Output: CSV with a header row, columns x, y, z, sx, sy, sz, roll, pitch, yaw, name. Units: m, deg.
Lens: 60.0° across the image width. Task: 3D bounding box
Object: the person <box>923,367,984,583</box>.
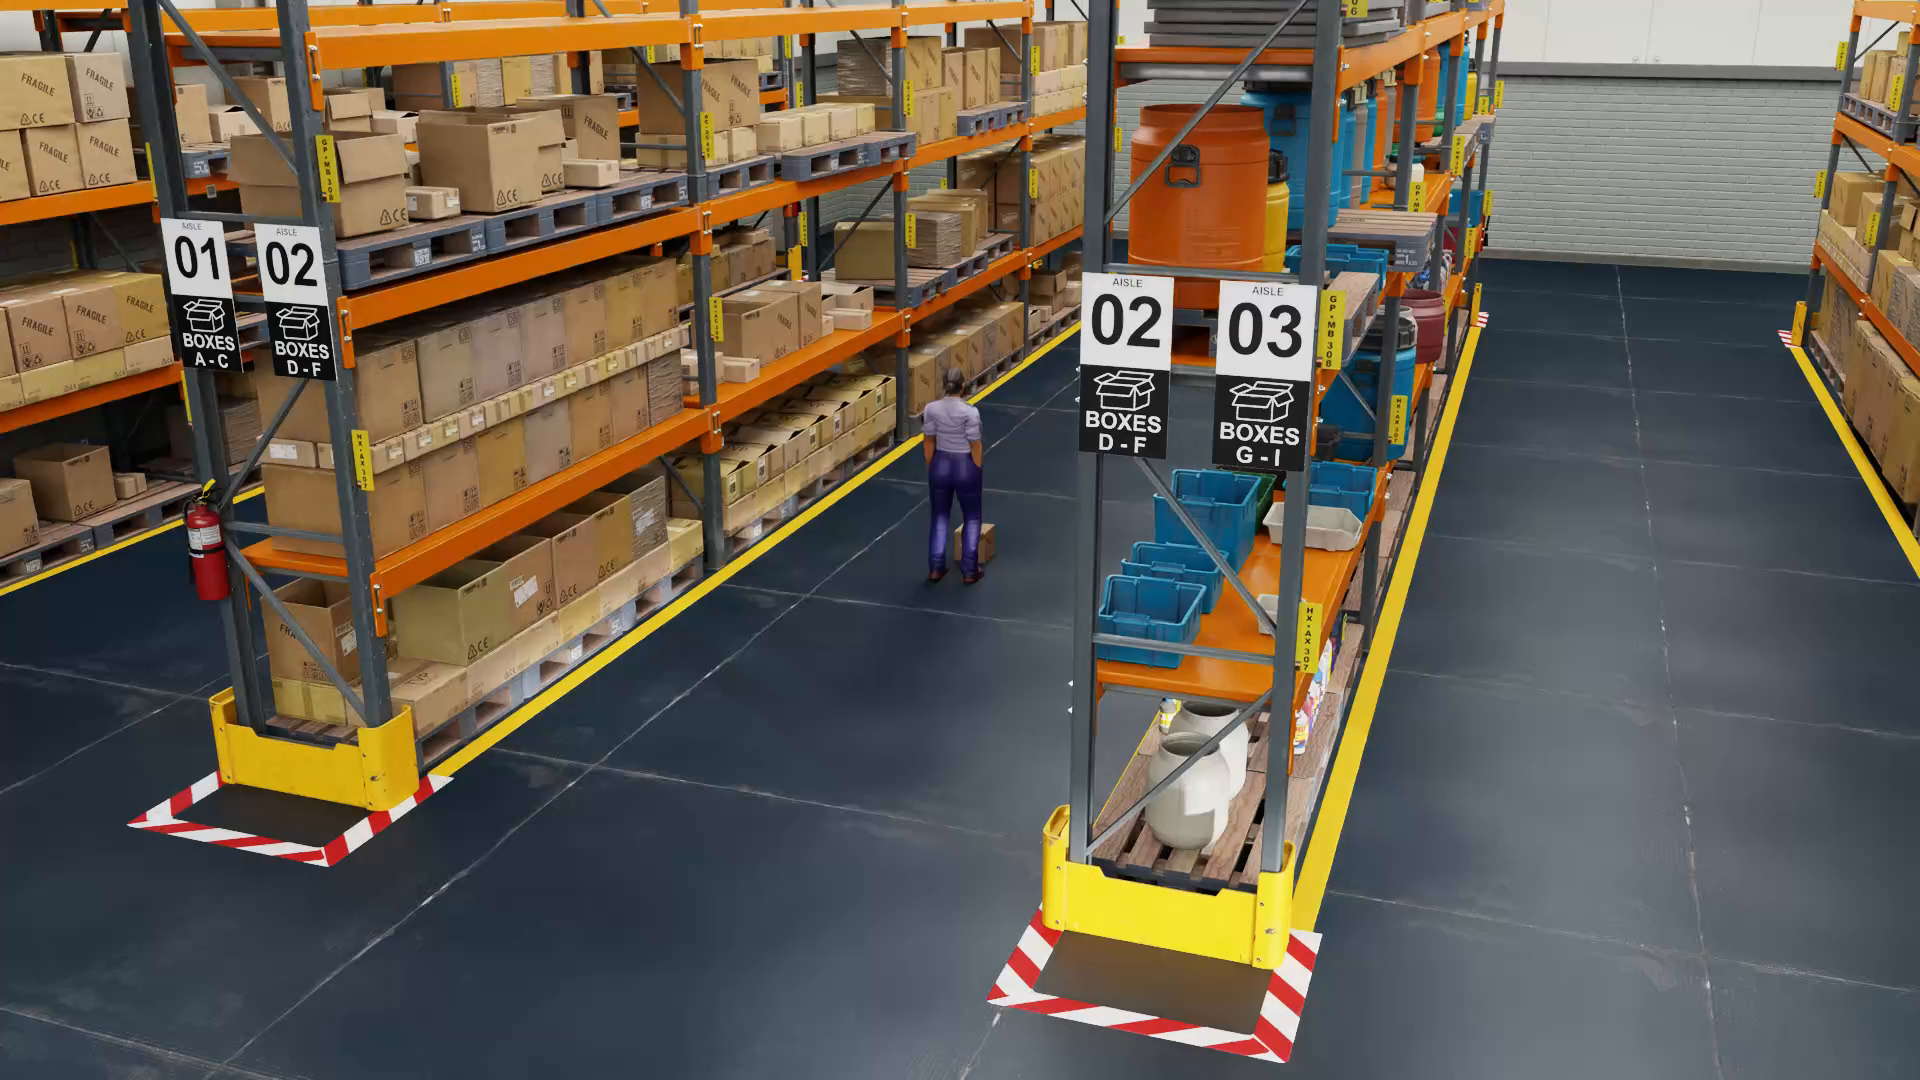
x,y,z,sx,sy,sz,roll,pitch,yaw,name
-0.048,-0.492,12.559,0.470,1.654,0.342,7,20,19,person
